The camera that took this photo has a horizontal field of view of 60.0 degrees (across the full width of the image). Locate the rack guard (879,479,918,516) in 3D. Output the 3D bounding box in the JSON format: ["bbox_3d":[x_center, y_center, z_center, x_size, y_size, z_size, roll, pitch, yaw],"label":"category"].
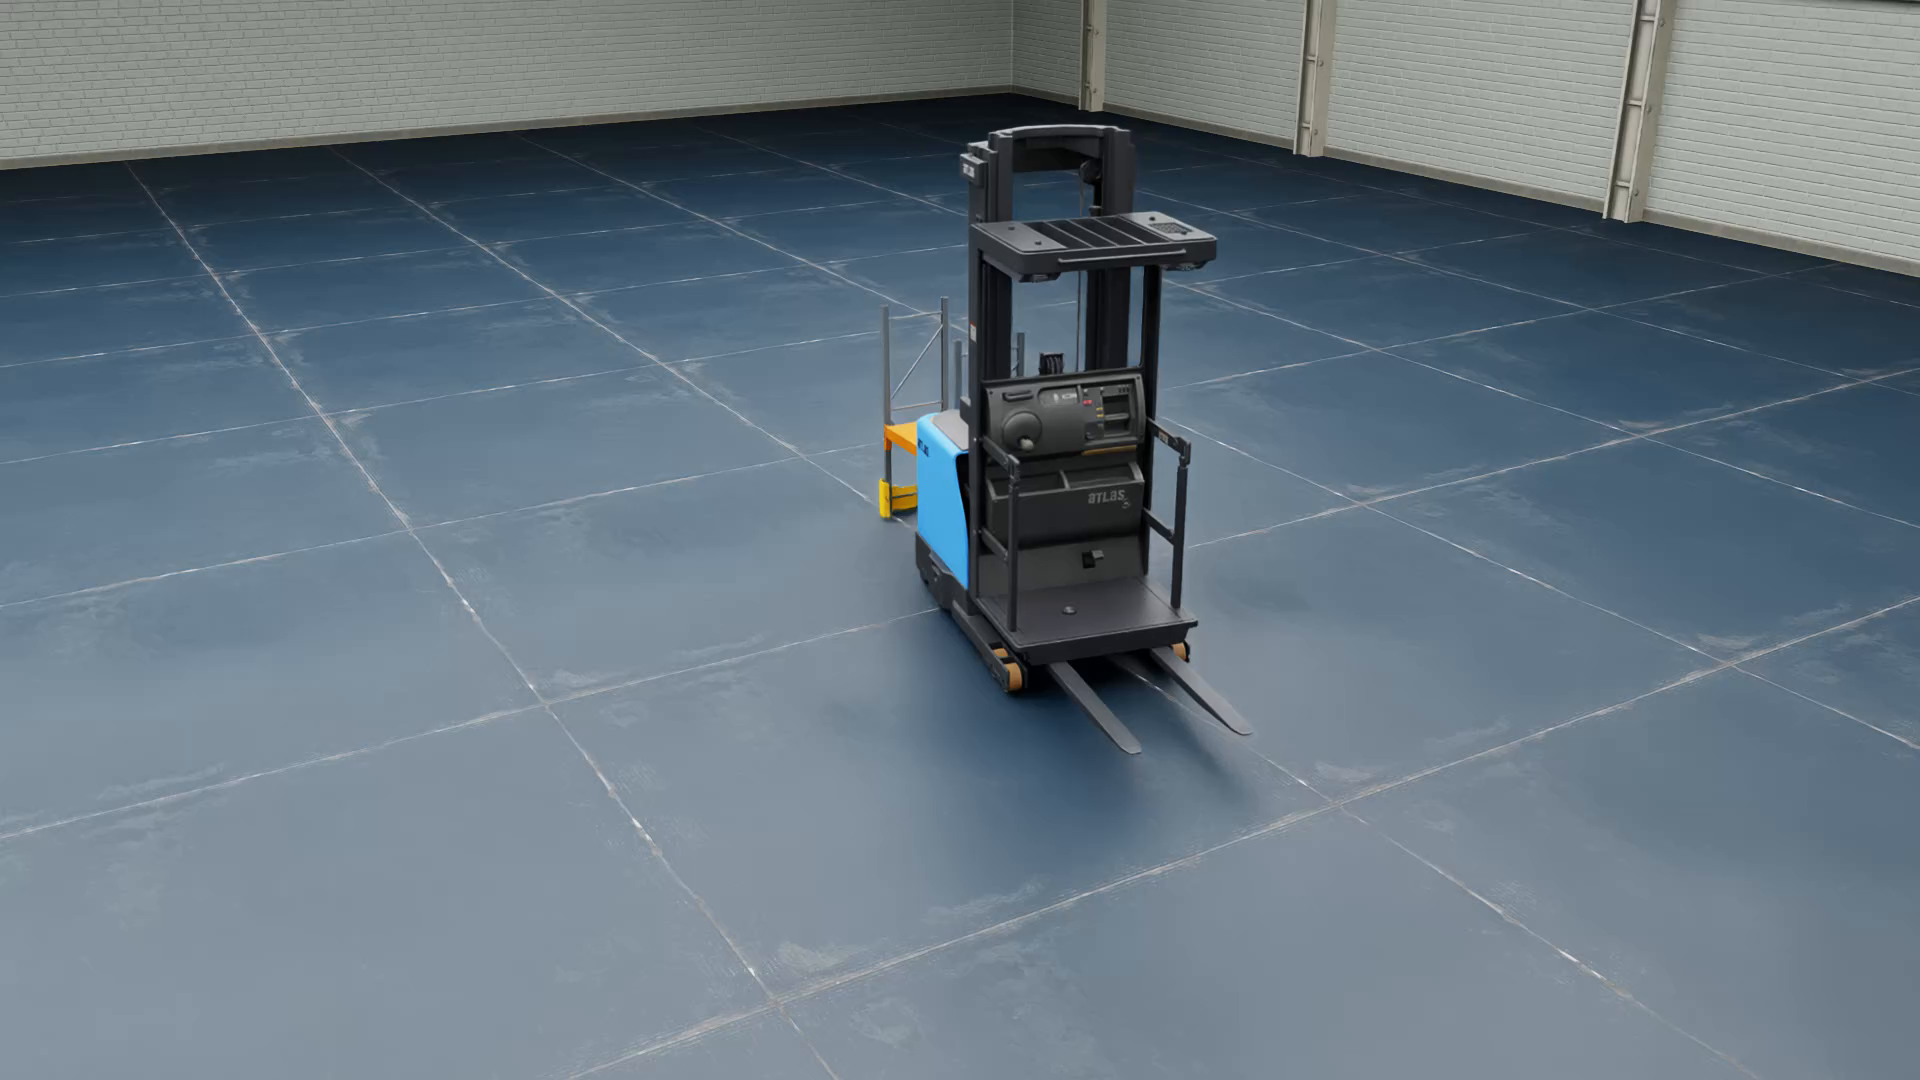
[{"bbox_3d":[-0.297,-0.347,11.832,0.587,0.250,0.087,-12,25,-27],"label":"rack guard"}]

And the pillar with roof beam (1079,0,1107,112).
[{"bbox_3d":[-1.250,-11.379,27.357,9.100,9.000,0.400,-13,25,-28],"label":"pillar with roof beam"}]

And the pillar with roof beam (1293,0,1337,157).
[{"bbox_3d":[1.815,-9.437,22.579,9.100,9.000,0.400,-13,25,-28],"label":"pillar with roof beam"}]

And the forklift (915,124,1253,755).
[{"bbox_3d":[0.667,-0.682,9.098,1.130,2.935,3.031,-7,23,-17],"label":"forklift"}]

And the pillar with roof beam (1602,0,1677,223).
[{"bbox_3d":[4.880,-7.495,17.800,9.100,9.000,0.400,-13,25,-28],"label":"pillar with roof beam"}]

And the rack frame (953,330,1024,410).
[{"bbox_3d":[0.184,-0.597,10.788,0.500,1.500,0.032,-12,25,-27],"label":"rack frame"}]

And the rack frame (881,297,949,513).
[{"bbox_3d":[-0.307,-0.932,11.613,0.500,1.500,0.032,-12,25,-27],"label":"rack frame"}]

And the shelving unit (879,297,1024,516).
[{"bbox_3d":[-0.057,-0.761,11.193,0.587,1.500,1.083,-12,25,-27],"label":"shelving unit"}]

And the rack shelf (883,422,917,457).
[{"bbox_3d":[-0.061,-0.598,11.268,0.538,0.185,1.000,-12,25,-27],"label":"rack shelf"}]
